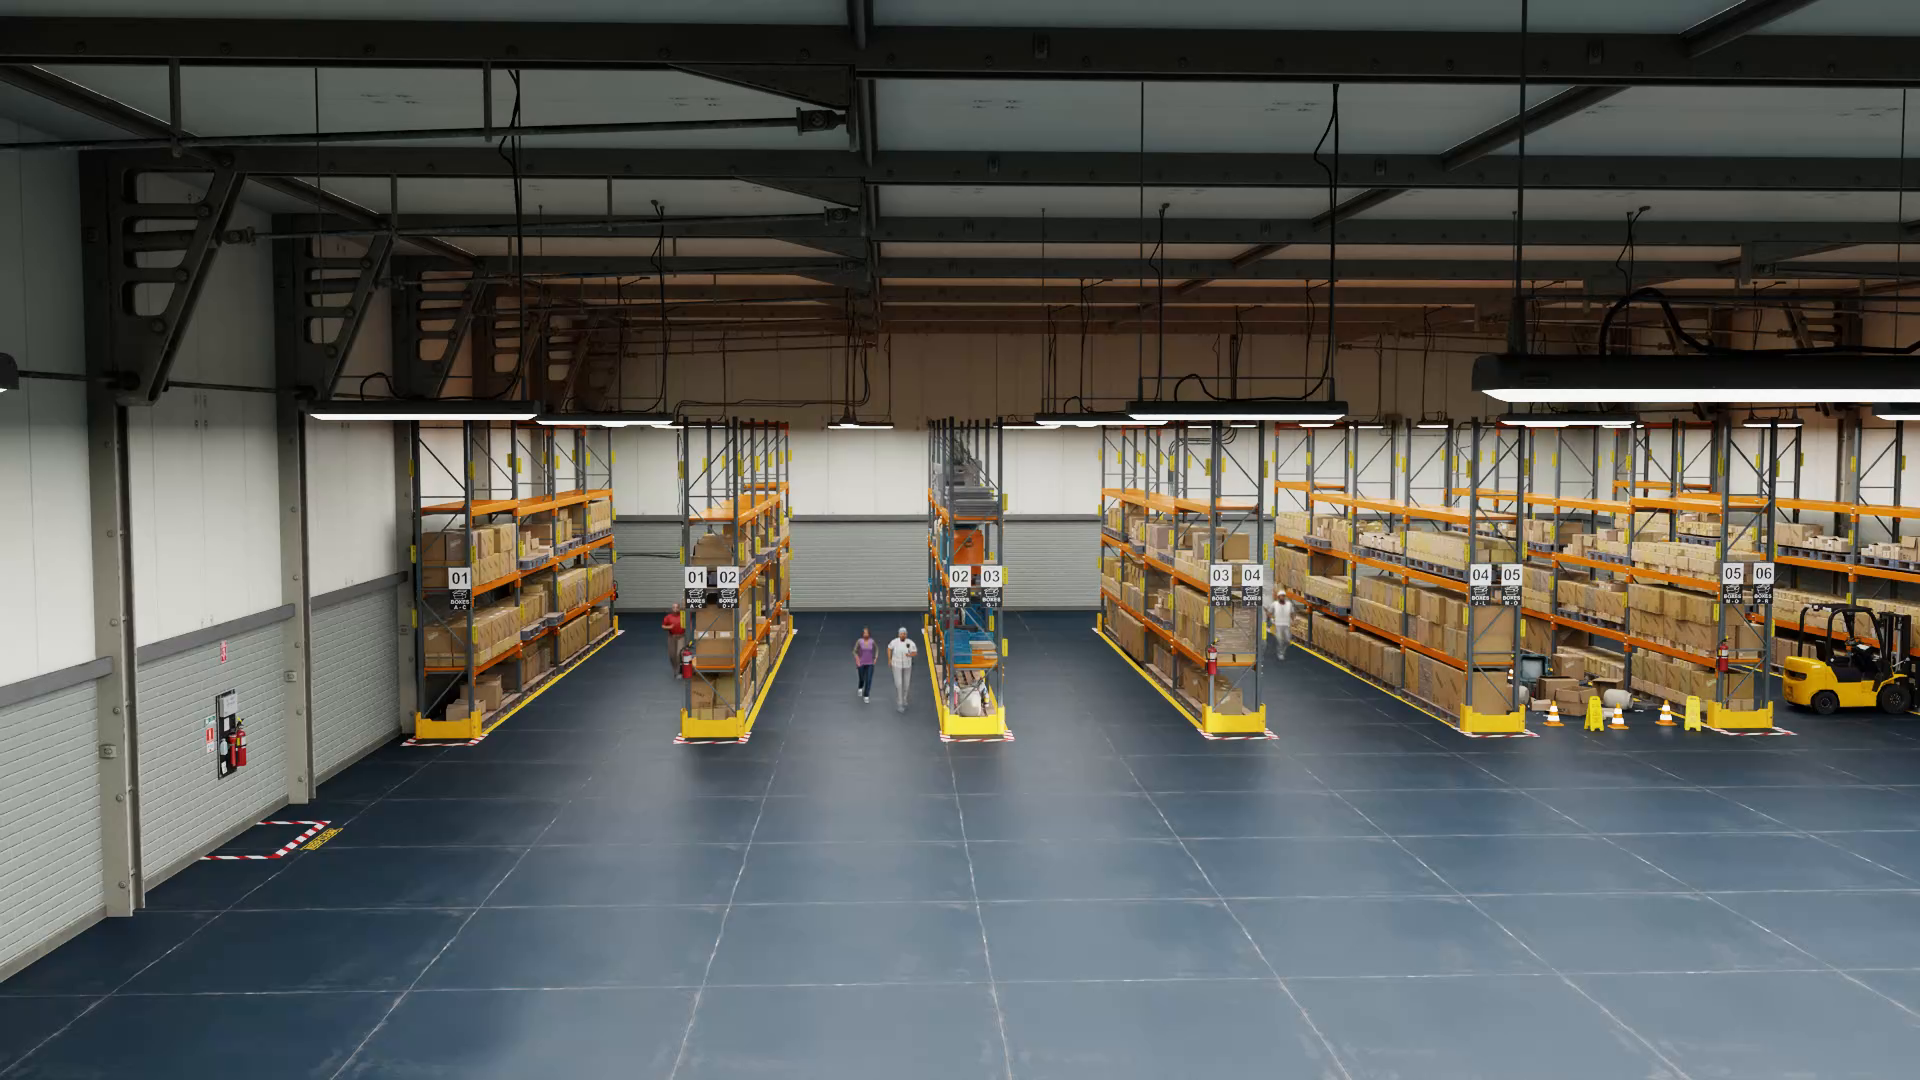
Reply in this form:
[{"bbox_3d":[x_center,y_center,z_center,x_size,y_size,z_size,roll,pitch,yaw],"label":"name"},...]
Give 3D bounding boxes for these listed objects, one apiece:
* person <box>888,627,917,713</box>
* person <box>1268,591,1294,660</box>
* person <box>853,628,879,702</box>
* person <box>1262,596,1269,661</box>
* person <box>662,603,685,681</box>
[{"bbox_3d":[-1.182,2.646,34.280,0.580,1.711,0.838,-1,4,-9],"label":"person"},{"bbox_3d":[8.055,2.136,41.709,0.684,1.733,0.650,0,4,0],"label":"person"},{"bbox_3d":[-1.990,2.644,35.334,0.559,1.575,0.539,-1,4,-10],"label":"person"},{"bbox_3d":[7.493,2.185,41.654,0.575,1.665,0.611,-1,4,-14],"label":"person"},{"bbox_3d":[-6.574,2.329,38.536,0.656,1.732,0.964,0,4,-3],"label":"person"}]
